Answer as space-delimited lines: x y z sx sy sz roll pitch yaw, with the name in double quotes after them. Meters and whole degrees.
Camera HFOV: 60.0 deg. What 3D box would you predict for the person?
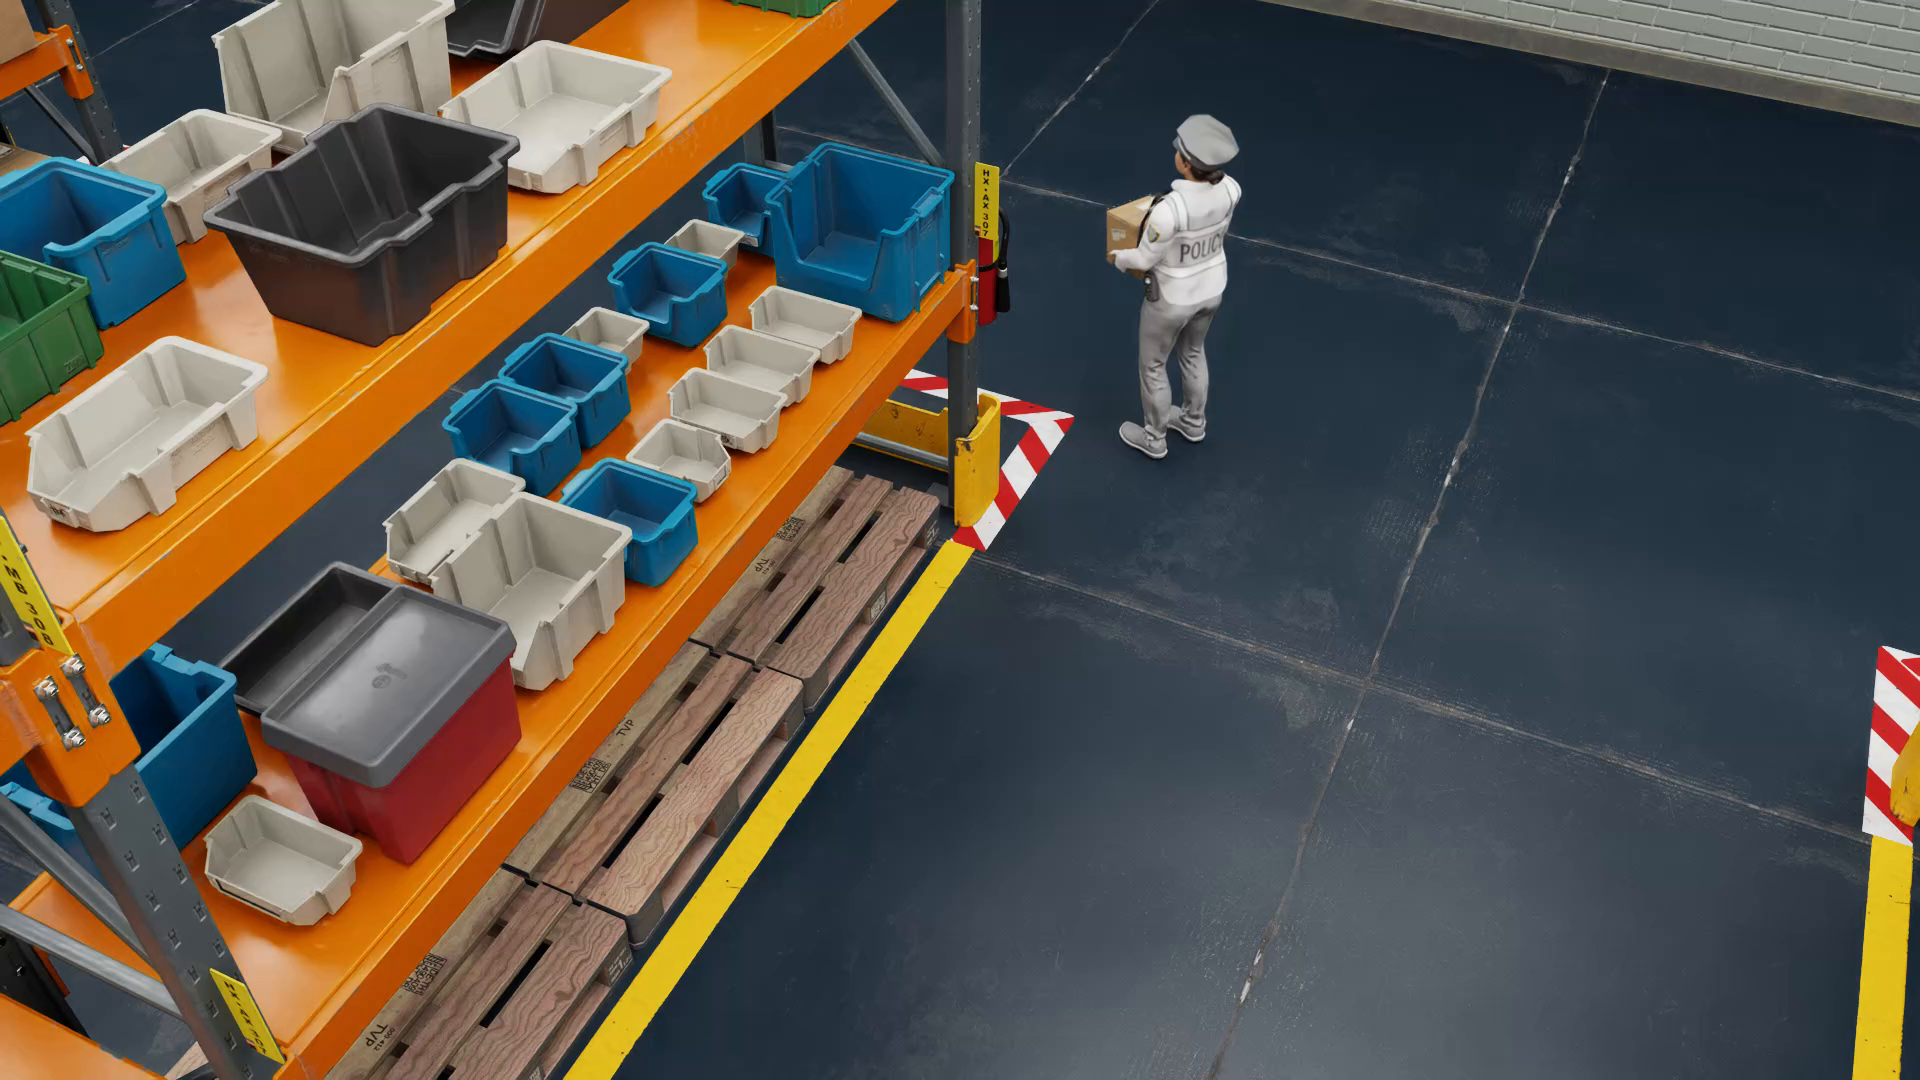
0.933 -1.139 7.390 0.479 1.692 0.529 -25 48 -25 "person"
